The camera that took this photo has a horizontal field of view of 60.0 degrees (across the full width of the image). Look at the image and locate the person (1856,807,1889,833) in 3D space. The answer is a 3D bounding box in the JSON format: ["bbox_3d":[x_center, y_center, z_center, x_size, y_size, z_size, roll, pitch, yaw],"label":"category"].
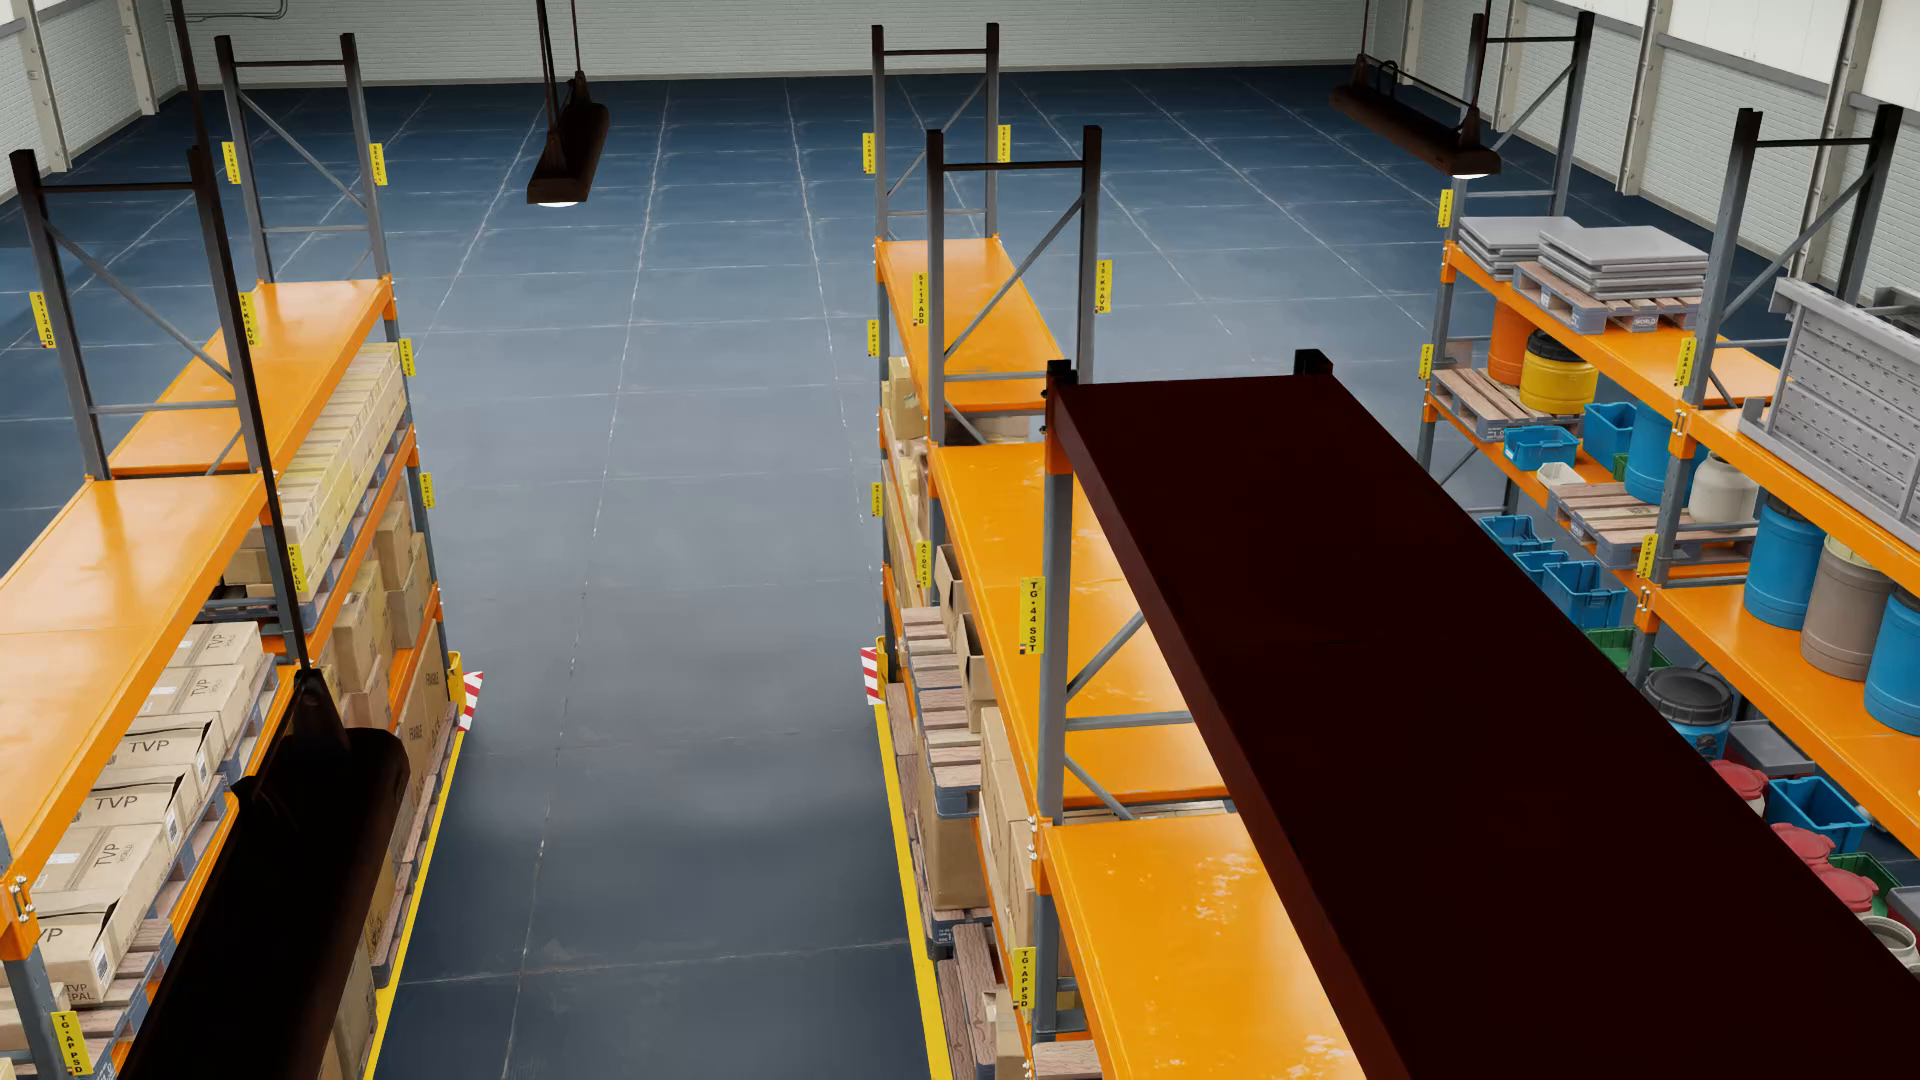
[{"bbox_3d":[7.645,1.699,13.044,0.557,1.644,0.918,-15,29,-28],"label":"person"}]
